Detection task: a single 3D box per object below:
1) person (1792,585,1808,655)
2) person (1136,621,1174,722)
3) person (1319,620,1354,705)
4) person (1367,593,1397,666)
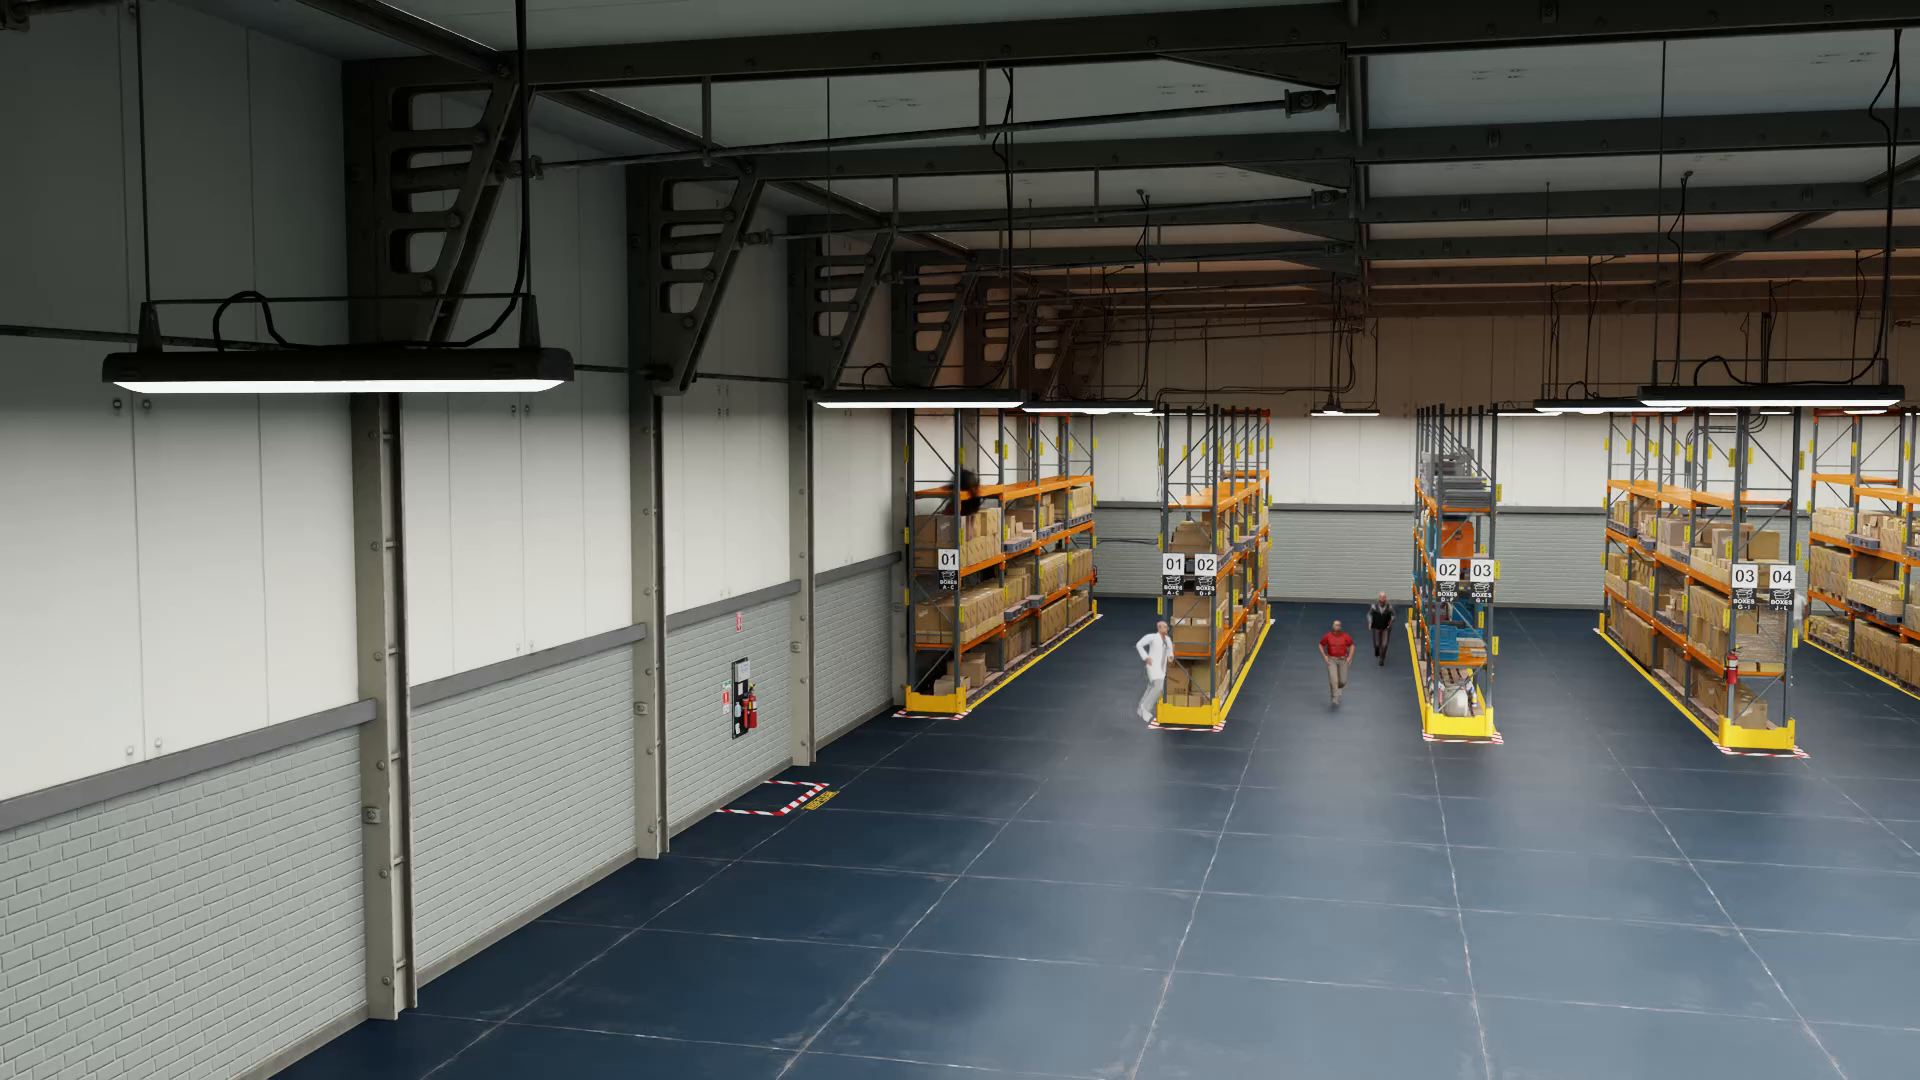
[{"bbox_3d":[20.171,1.924,40.263,0.770,1.721,0.526,1,4,10],"label":"person"},{"bbox_3d":[3.617,2.386,30.353,0.659,1.806,0.702,4,6,45],"label":"person"},{"bbox_3d":[7.567,2.476,33.435,0.705,1.608,0.708,0,4,5],"label":"person"},{"bbox_3d":[9.844,2.075,38.815,0.674,1.686,0.588,1,4,13],"label":"person"}]
